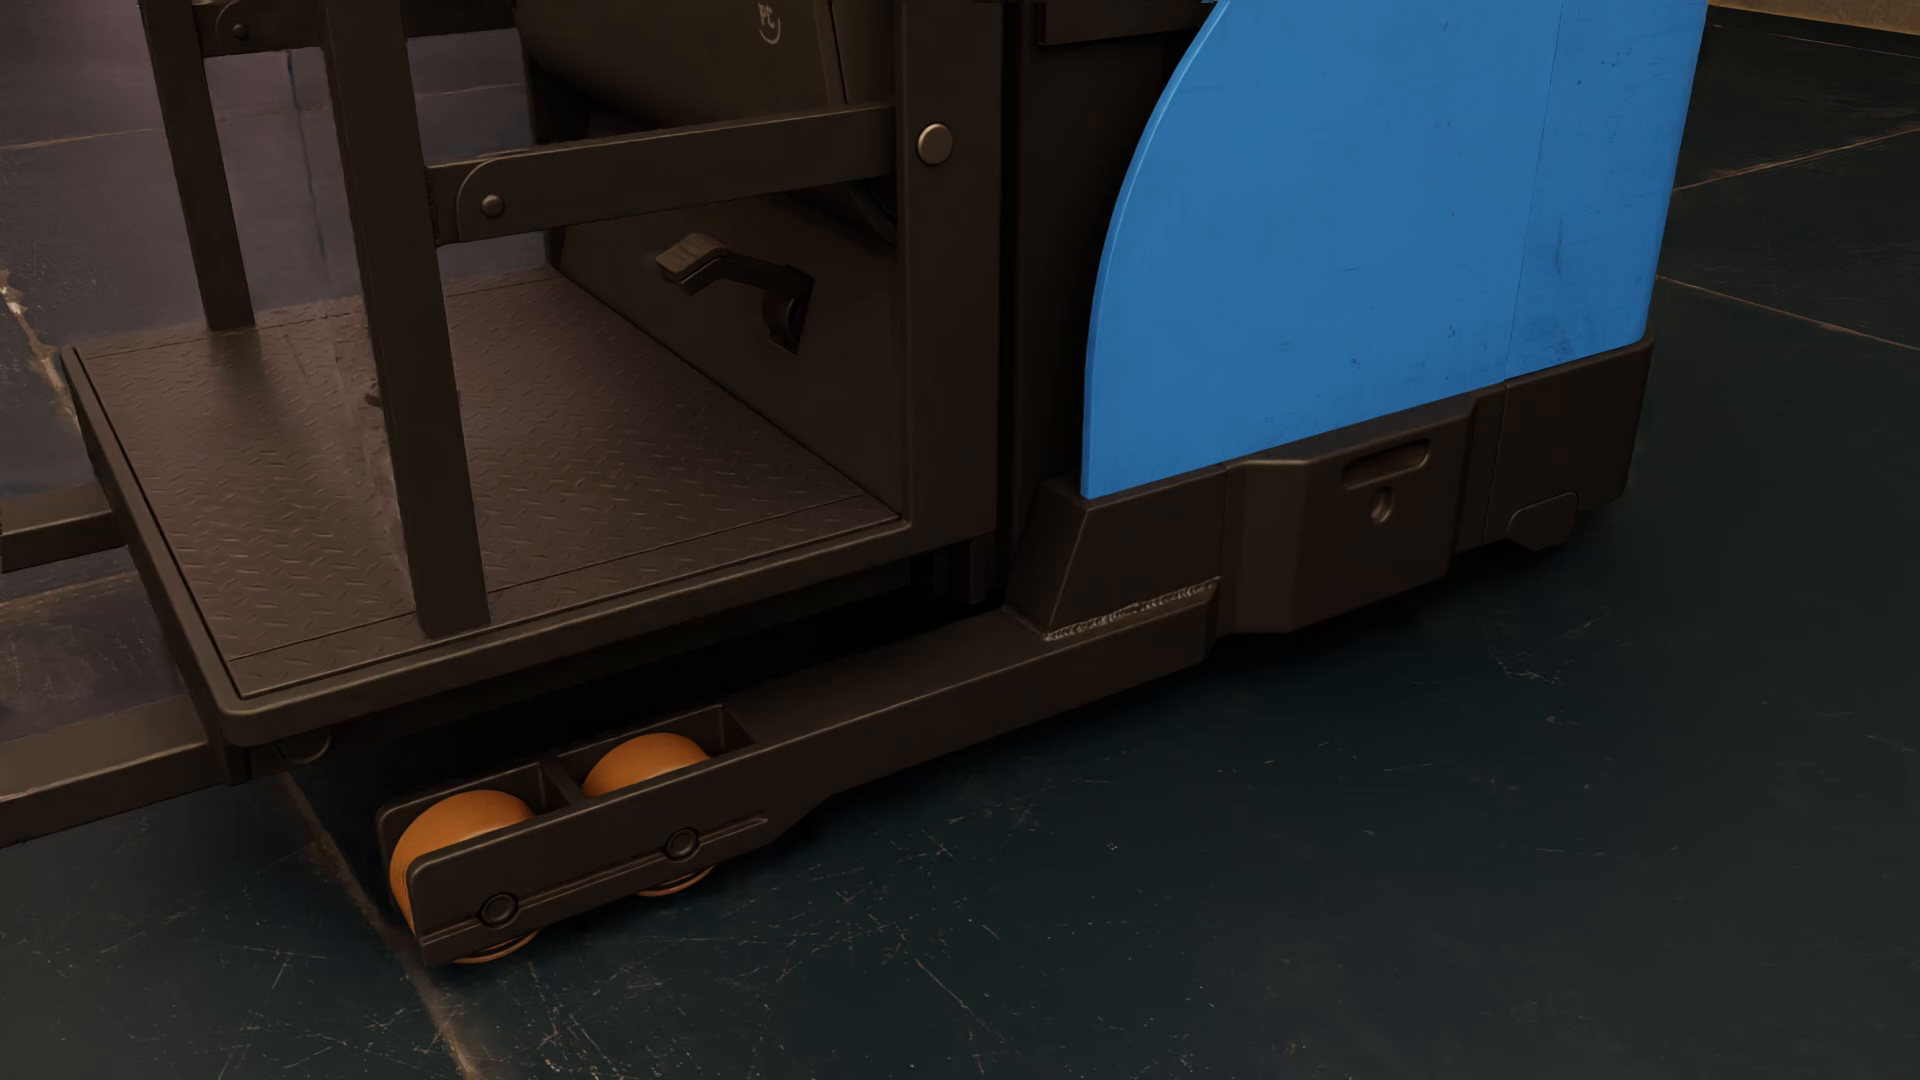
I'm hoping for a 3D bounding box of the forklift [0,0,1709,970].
[{"bbox_3d":[-0.511,-1.160,1.543,3.031,2.935,1.130,-16,31,-29],"label":"forklift"}]
